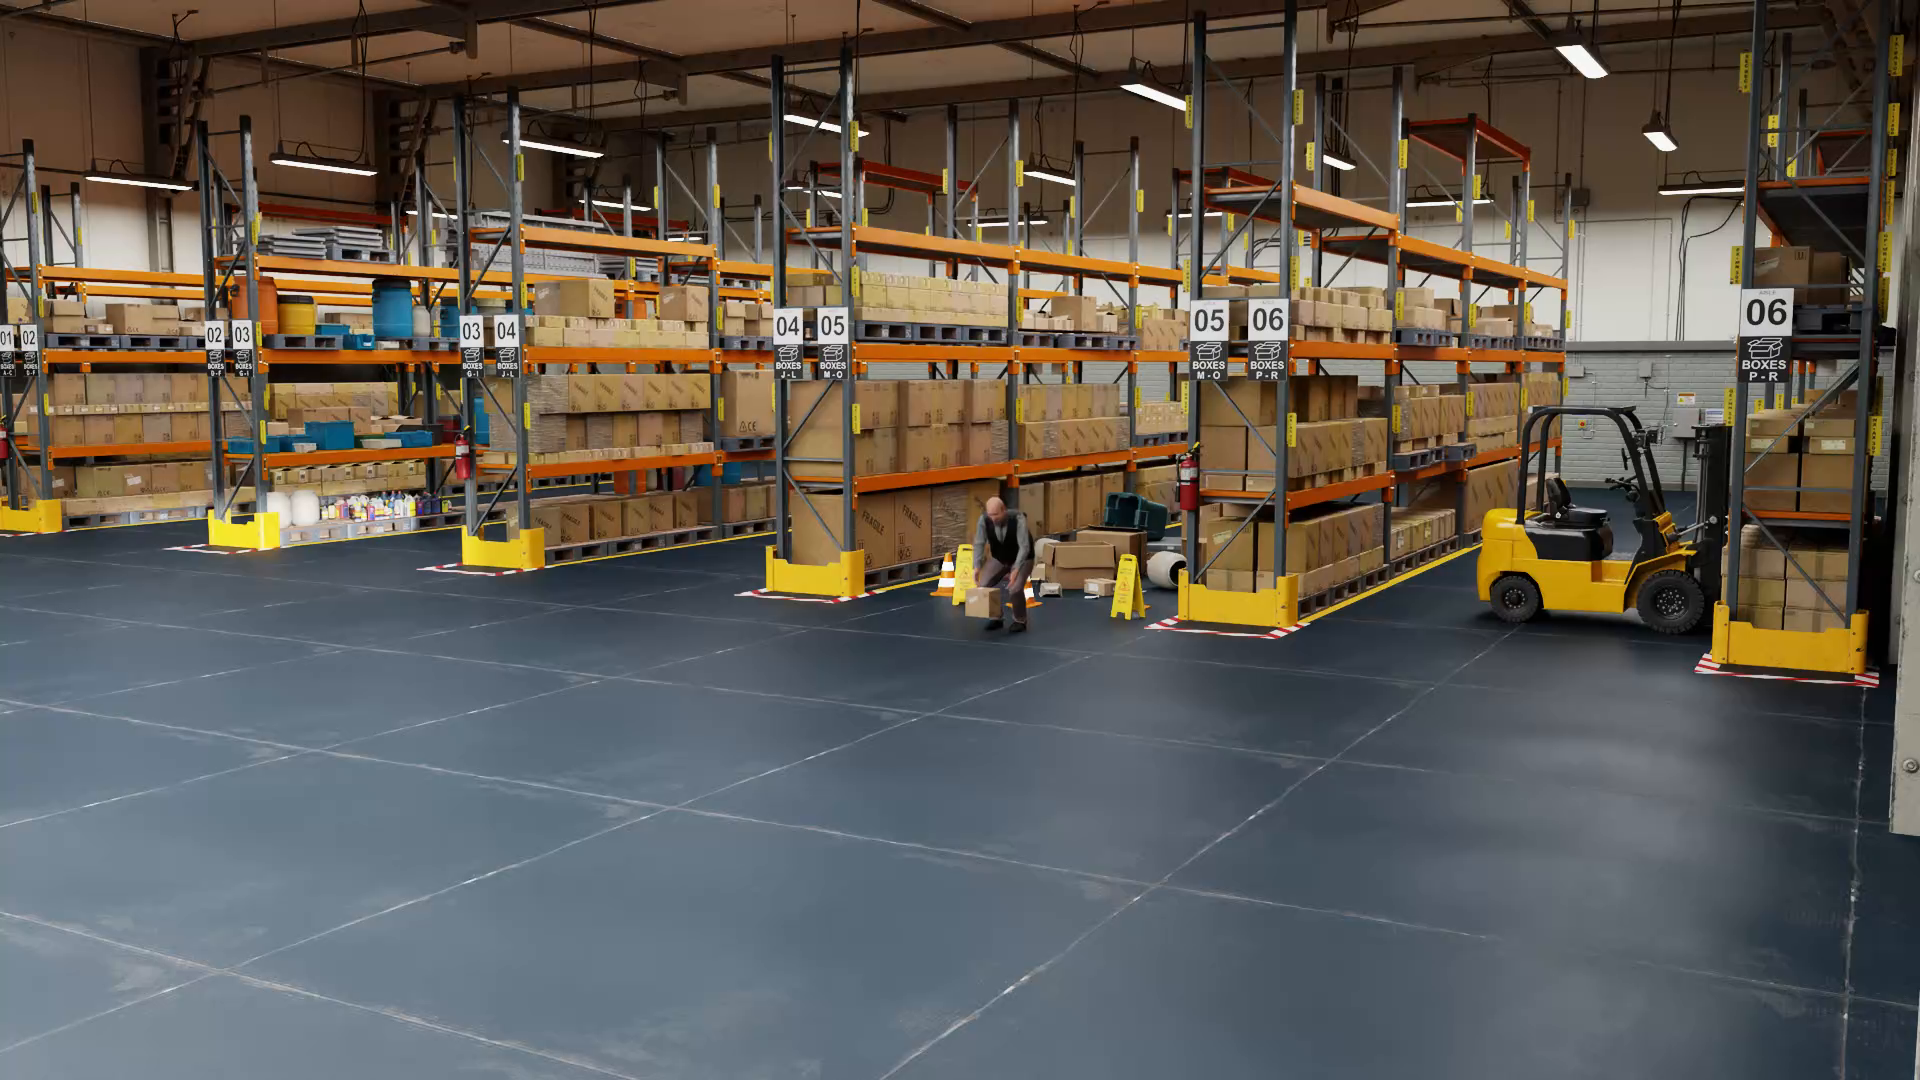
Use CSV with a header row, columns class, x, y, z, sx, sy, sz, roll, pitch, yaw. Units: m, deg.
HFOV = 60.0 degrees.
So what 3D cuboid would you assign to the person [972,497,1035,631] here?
class,x,y,z,sx,sy,sz,roll,pitch,yaw
person,0.457,0.224,16.063,0.590,1.318,0.754,3,7,29
